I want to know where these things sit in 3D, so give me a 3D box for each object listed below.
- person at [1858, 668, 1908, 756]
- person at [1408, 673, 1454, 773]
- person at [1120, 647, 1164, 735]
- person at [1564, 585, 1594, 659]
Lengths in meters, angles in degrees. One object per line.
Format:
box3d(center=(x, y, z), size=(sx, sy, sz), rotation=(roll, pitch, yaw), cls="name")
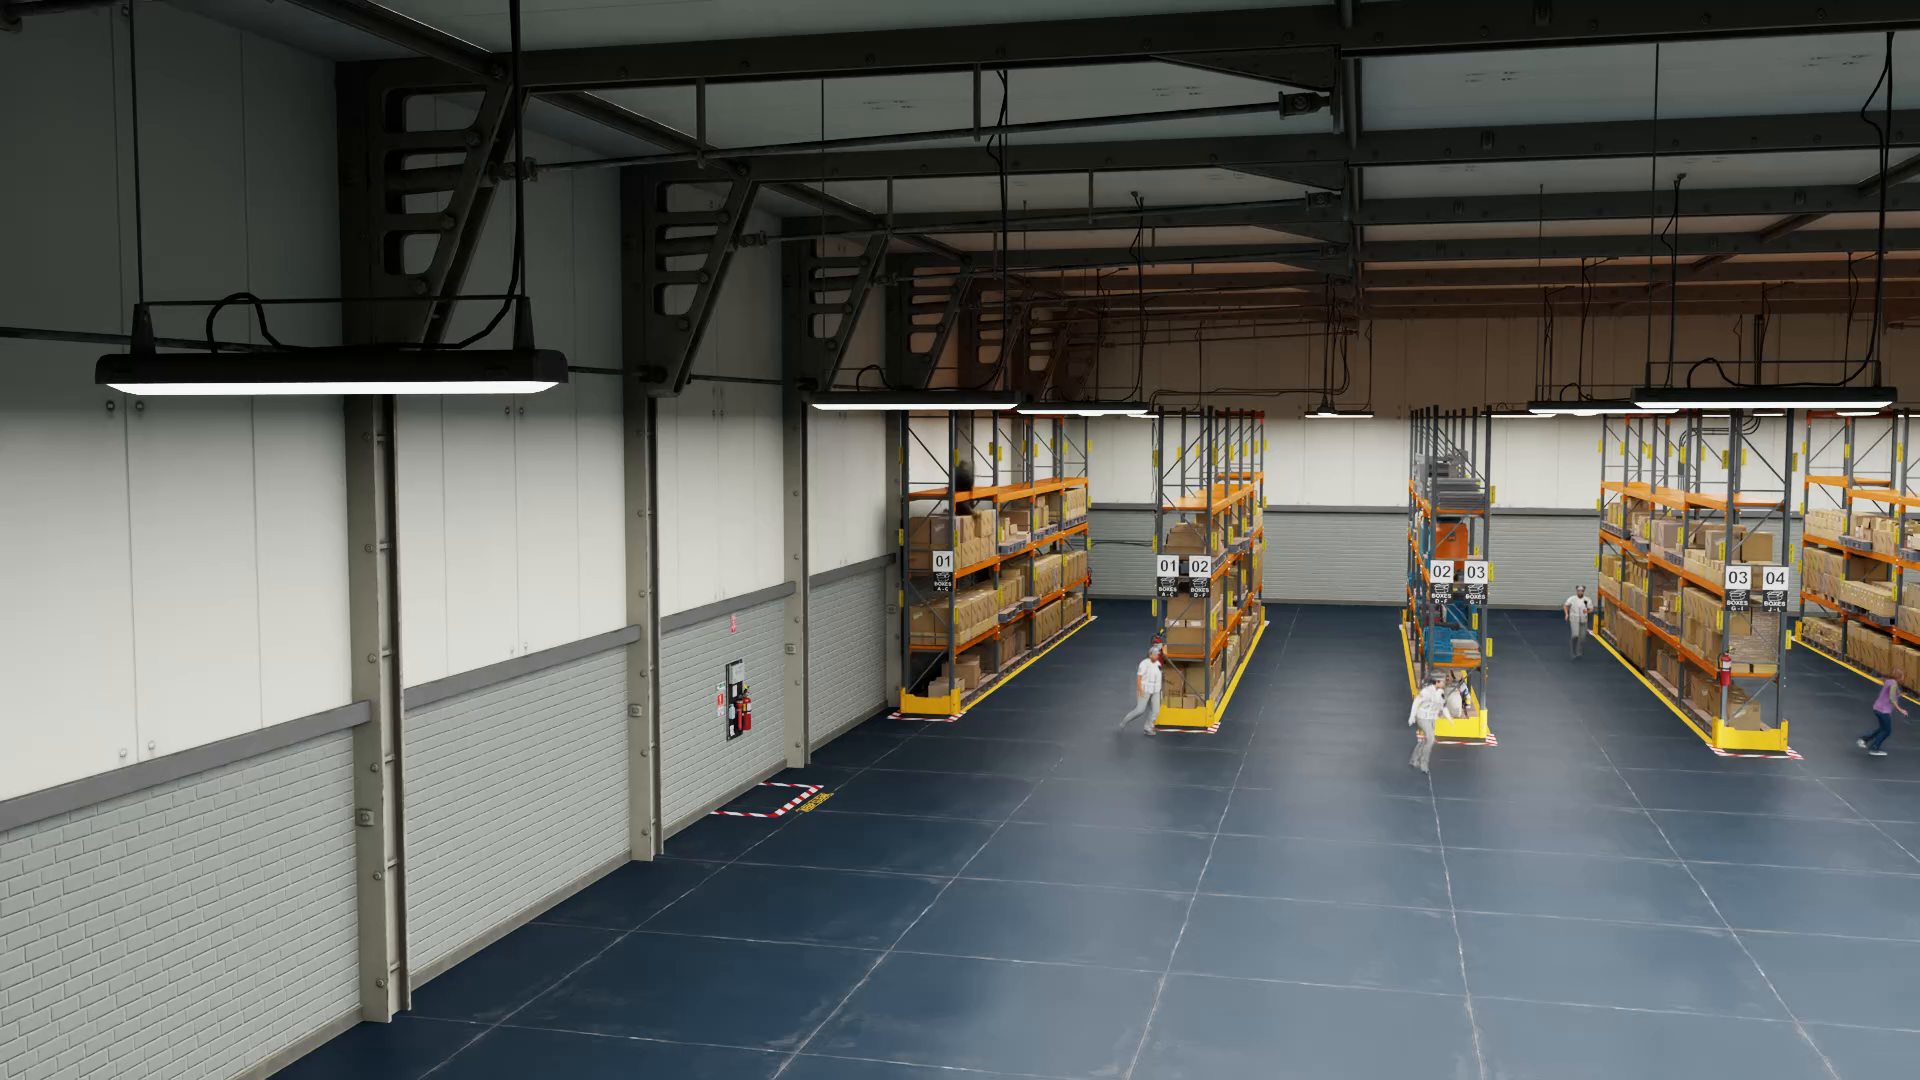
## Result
box3d(center=(15.768, 2.927, 28.401), size=(0.715, 1.522, 0.522), rotation=(2, 4, 23), cls="person")
box3d(center=(7.697, 2.969, 27.319), size=(0.592, 1.621, 0.705), rotation=(-3, 5, -34), cls="person")
box3d(center=(3.339, 2.740, 30.278), size=(0.757, 1.601, 0.579), rotation=(-2, 5, -25), cls="person")
box3d(center=(14.902, 1.981, 40.007), size=(0.626, 1.815, 0.724), rotation=(1, 4, 8), cls="person")
